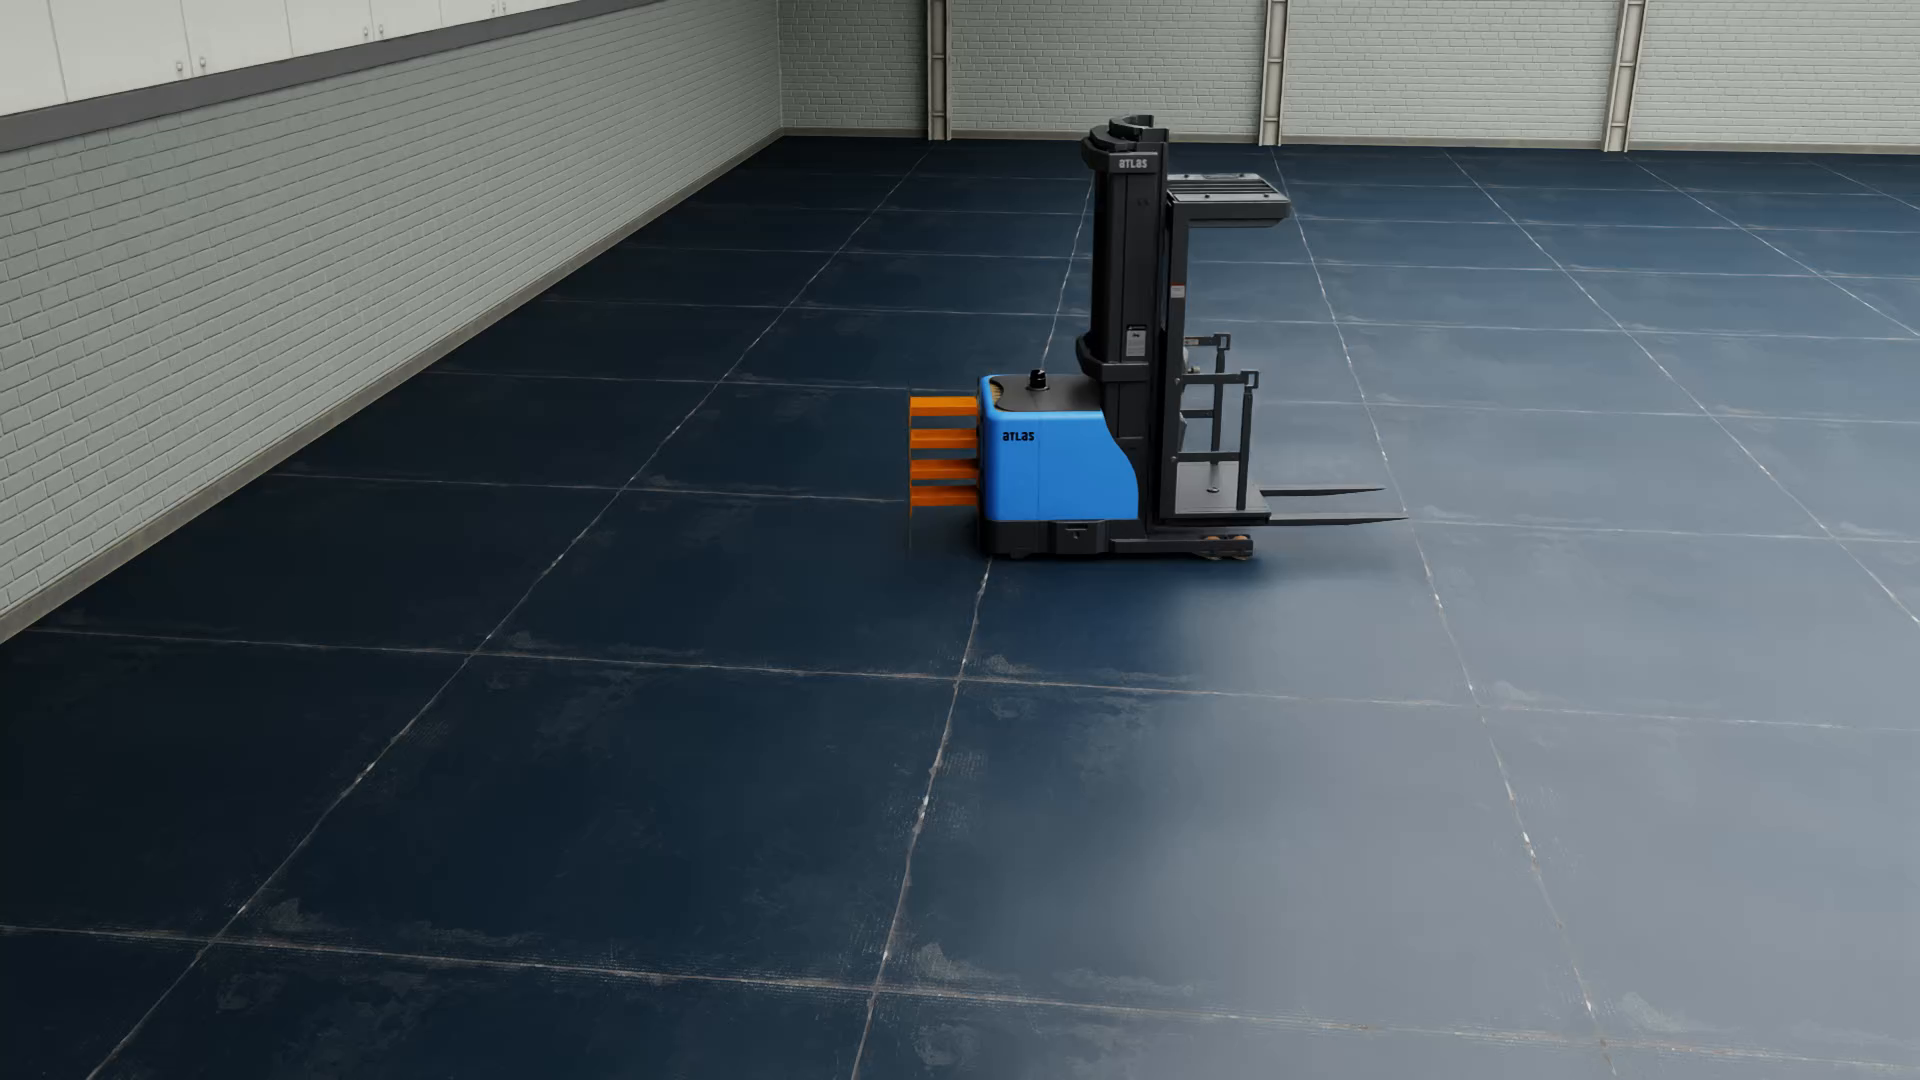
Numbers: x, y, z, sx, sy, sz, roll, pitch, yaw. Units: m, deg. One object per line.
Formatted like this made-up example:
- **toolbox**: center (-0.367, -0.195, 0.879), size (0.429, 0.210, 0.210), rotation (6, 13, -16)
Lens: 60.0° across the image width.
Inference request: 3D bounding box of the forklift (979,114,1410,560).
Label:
- **forklift**: center (1.658, -1.416, 11.561), size (3.031, 2.935, 1.130), rotation (-1, 22, -2)

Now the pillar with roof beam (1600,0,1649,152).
- **pillar with roof beam**: center (11.037, -9.495, 23.744), size (0.400, 9.000, 9.100), rotation (2, 22, 6)

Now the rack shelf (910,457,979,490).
- **rack shelf**: center (-0.114, -0.470, 11.706), size (0.480, 0.148, 0.258), rotation (-1, 22, -2)

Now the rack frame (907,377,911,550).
- **rack frame**: center (-0.358, -0.529, 11.672), size (0.015, 1.200, 0.240), rotation (-1, 22, -2)

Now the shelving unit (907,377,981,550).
- **shelving unit**: center (-0.114, -0.532, 11.682), size (0.503, 1.200, 0.258), rotation (-1, 22, -2)

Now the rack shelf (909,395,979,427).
- **rack shelf**: center (-0.114, -0.898, 11.537), size (0.480, 0.148, 0.258), rotation (-1, 22, -2)

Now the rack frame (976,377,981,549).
- **rack frame**: center (0.130, -0.536, 11.691), size (0.015, 1.200, 0.240), rotation (-1, 22, -2)

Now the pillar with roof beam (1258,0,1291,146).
- **pillar with roof beam**: center (5.078, -9.755, 24.401), size (0.400, 9.000, 9.100), rotation (2, 22, 6)

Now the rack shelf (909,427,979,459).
- **rack shelf**: center (-0.114, -0.678, 11.624), size (0.480, 0.148, 0.258), rotation (-1, 22, -2)

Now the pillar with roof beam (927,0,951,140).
- **pillar with roof beam**: center (-0.880, -10.014, 25.058), size (0.400, 9.000, 9.100), rotation (2, 22, 6)

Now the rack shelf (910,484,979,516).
- **rack shelf**: center (-0.114, -0.285, 11.779), size (0.480, 0.148, 0.258), rotation (-1, 22, -2)
